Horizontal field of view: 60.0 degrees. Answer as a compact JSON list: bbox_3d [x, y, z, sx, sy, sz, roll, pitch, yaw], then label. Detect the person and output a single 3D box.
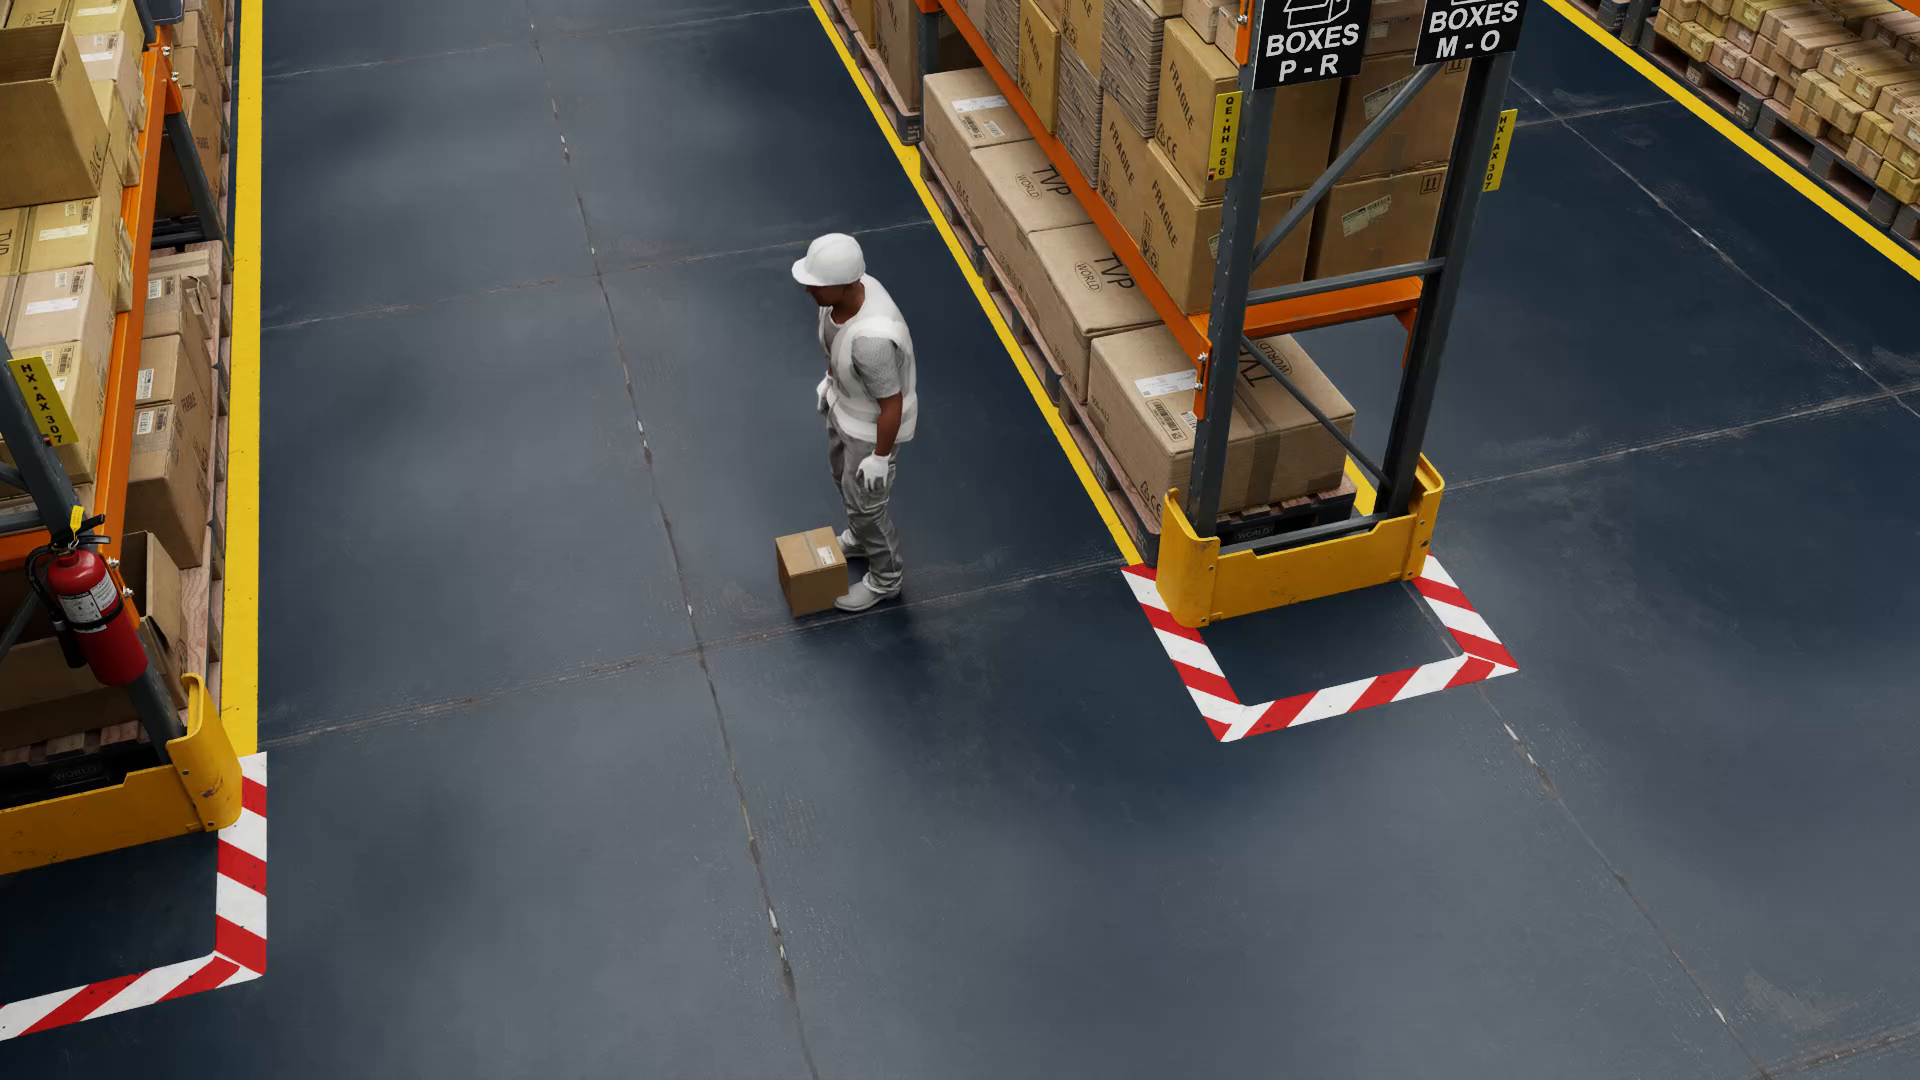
[{"bbox_3d":[-0.412,-0.476,6.683,0.449,1.774,0.627,-14,44,-15],"label":"person"}]
